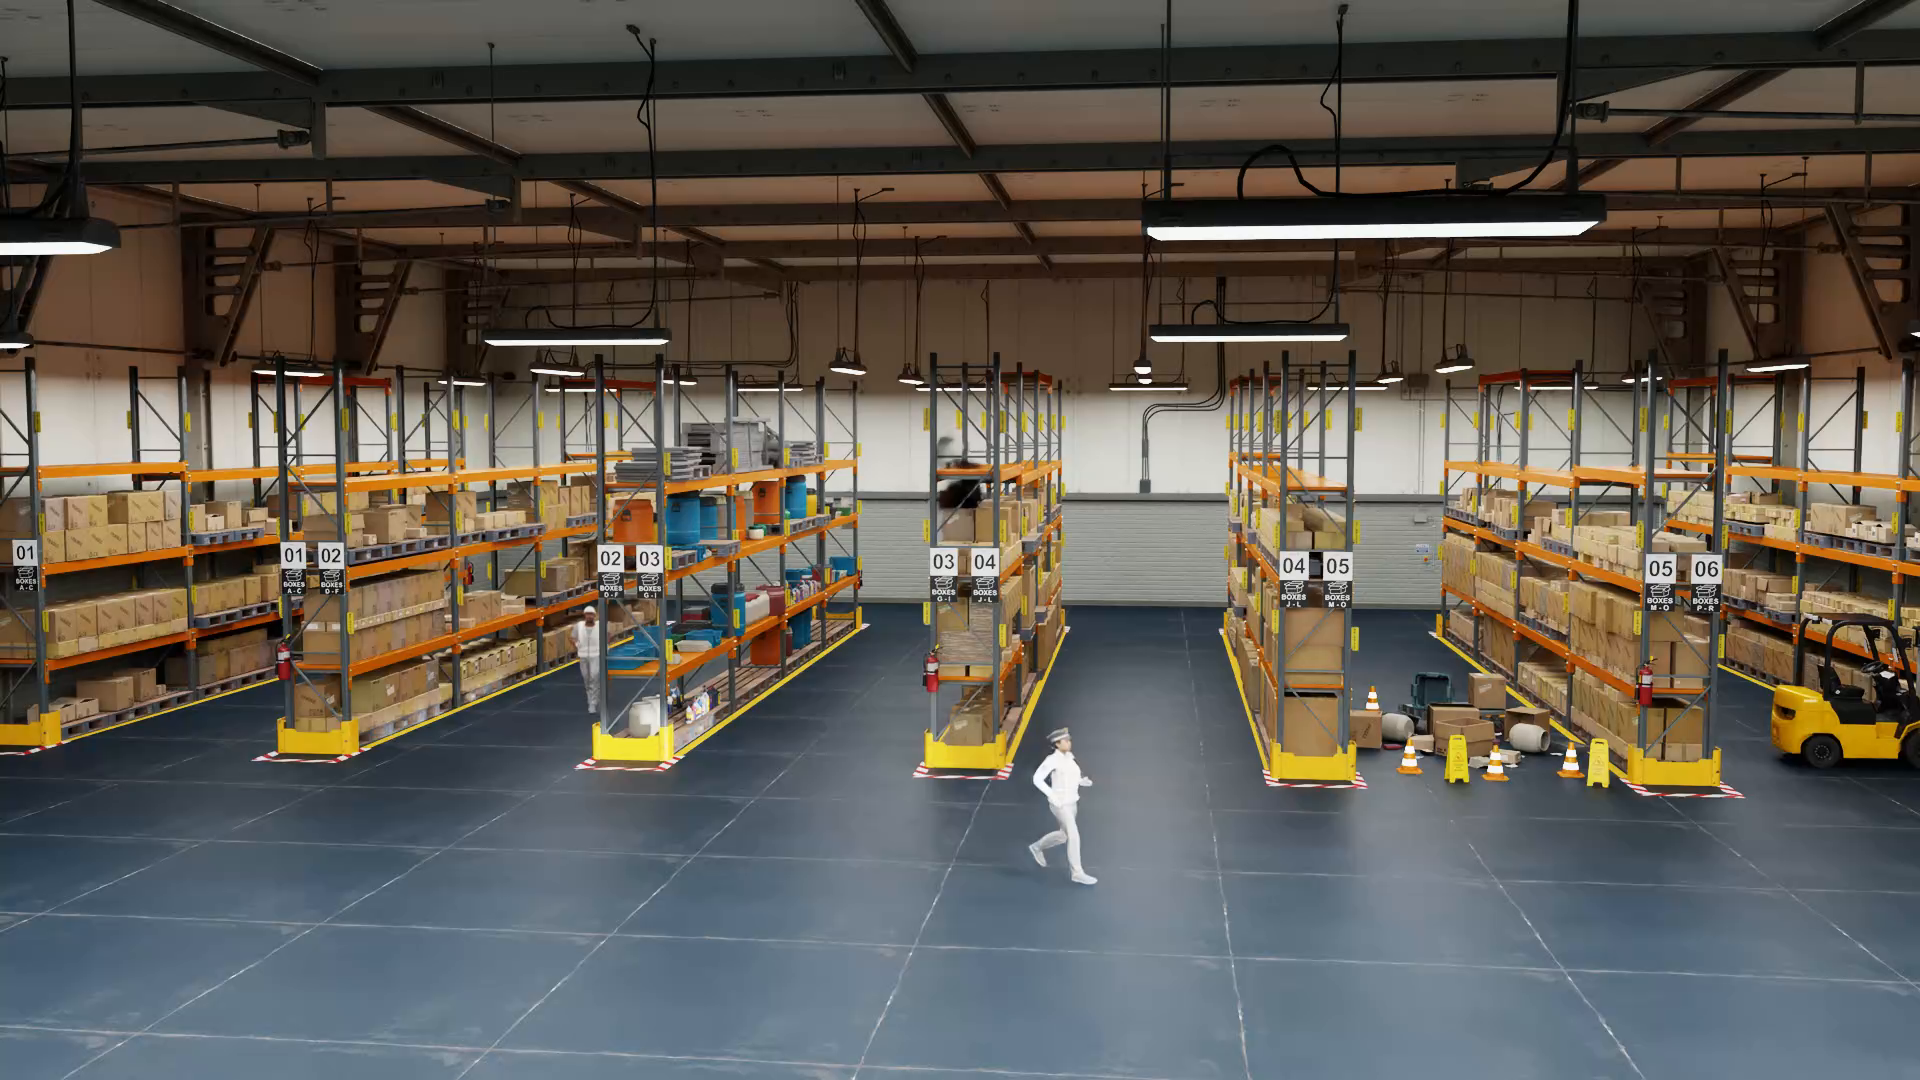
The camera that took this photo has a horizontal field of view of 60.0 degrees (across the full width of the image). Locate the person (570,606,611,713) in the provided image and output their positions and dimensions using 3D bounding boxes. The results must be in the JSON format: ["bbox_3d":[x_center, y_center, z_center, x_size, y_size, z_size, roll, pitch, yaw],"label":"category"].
[{"bbox_3d":[-6.466,2.051,29.021,0.667,1.808,0.894,0,4,-1],"label":"person"}]

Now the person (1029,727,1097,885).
[{"bbox_3d":[1.106,2.868,18.160,0.896,1.670,0.622,3,5,33],"label":"person"}]
